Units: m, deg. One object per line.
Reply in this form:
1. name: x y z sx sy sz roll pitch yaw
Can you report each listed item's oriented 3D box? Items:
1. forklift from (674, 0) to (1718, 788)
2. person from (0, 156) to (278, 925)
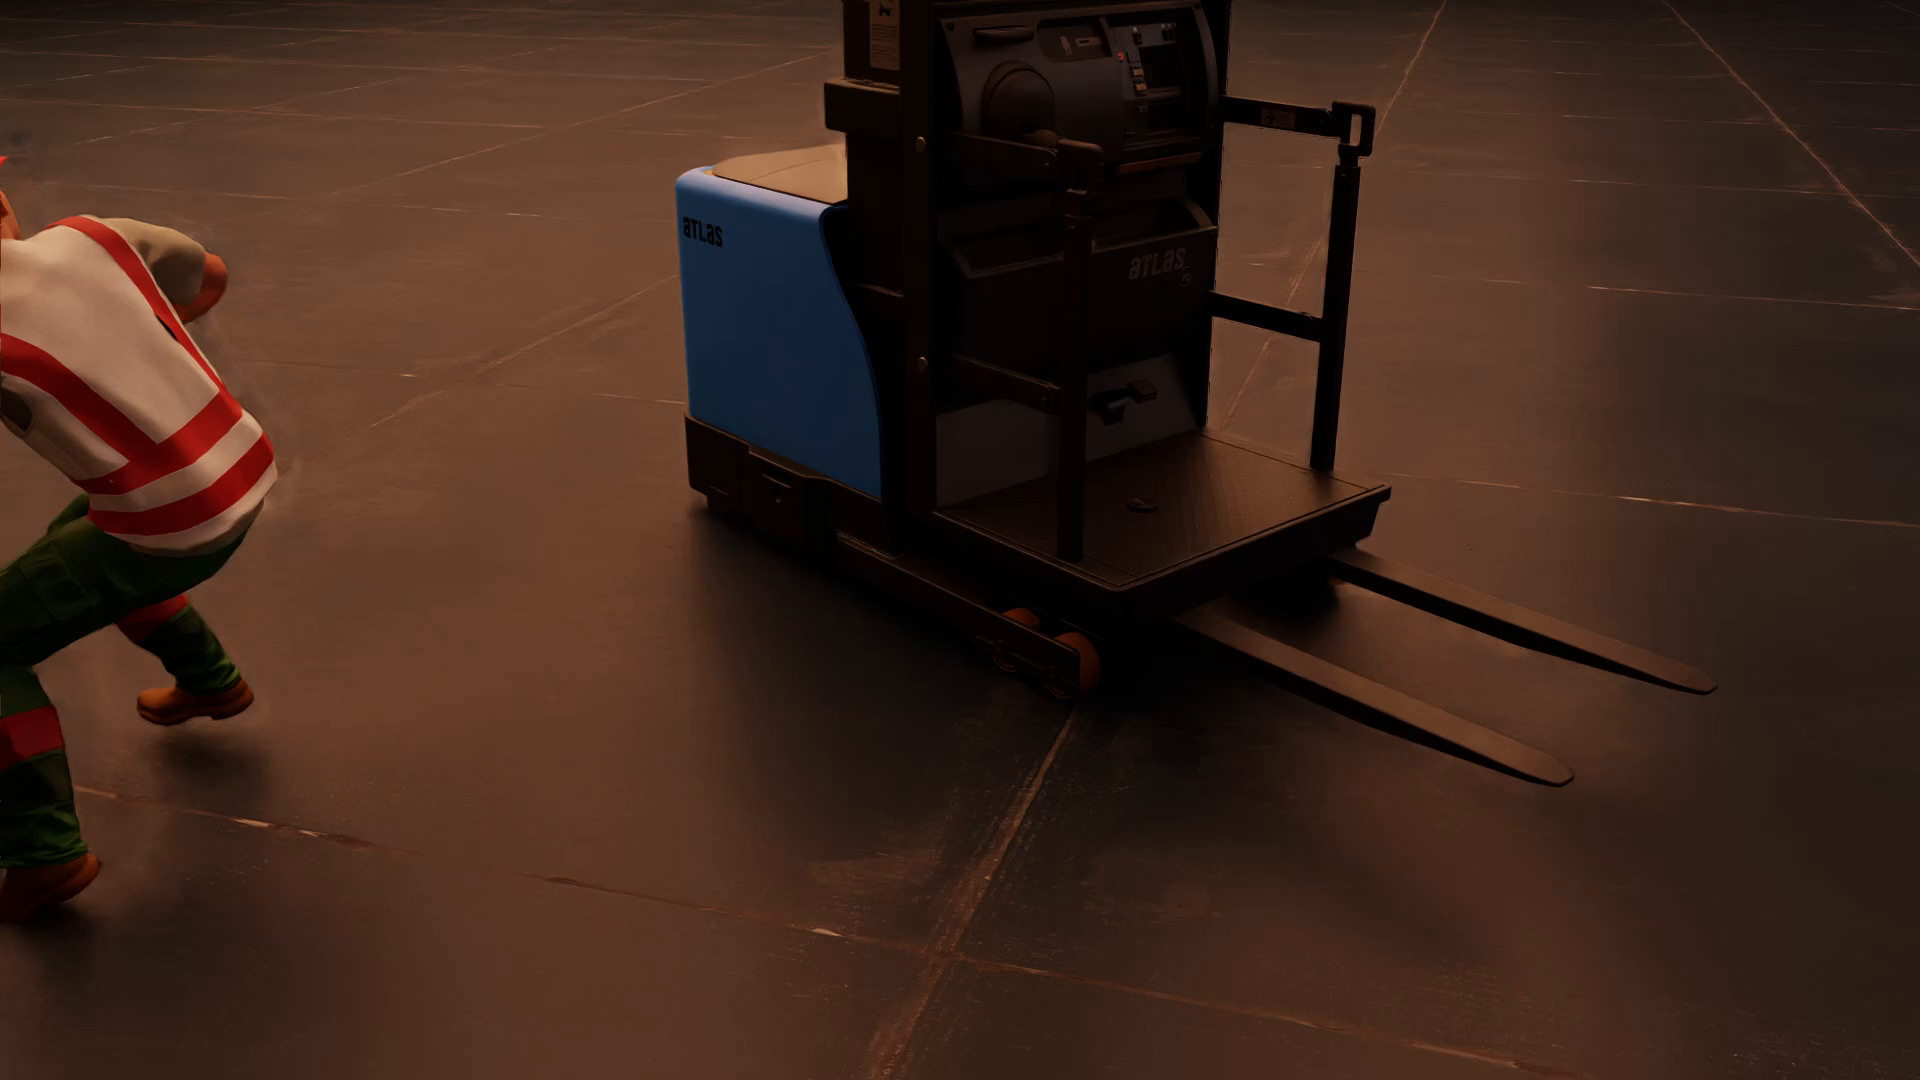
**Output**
1. forklift: 0.466 -1.175 4.125 1.130 2.935 3.031 -18 29 -37
2. person: -1.884 -0.076 3.396 0.853 1.528 0.852 4 23 9
